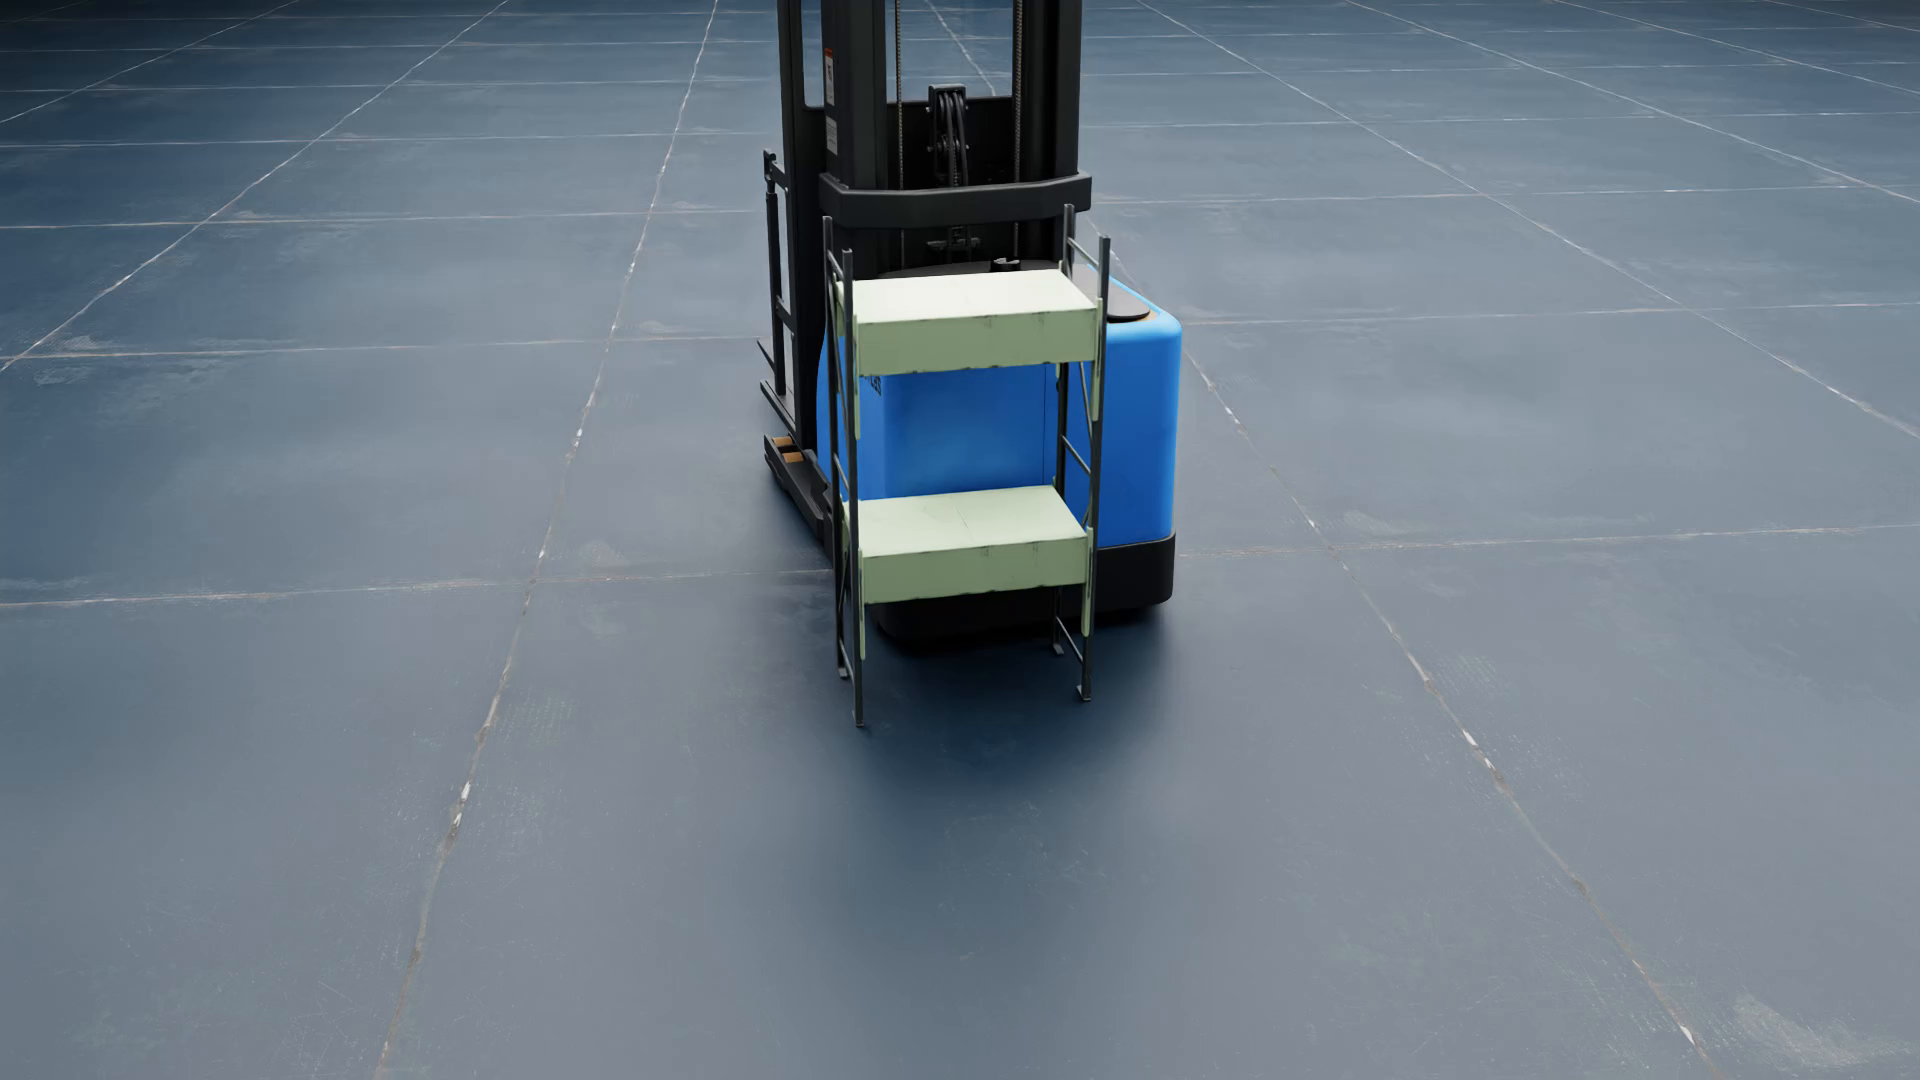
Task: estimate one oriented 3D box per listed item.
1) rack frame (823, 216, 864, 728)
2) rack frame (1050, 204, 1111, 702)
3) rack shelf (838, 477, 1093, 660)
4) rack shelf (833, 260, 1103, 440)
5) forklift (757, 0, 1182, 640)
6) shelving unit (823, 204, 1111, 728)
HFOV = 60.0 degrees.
[{"bbox_3d":[-0.350,-0.183,4.998,0.023,1.500,0.400,-5,26,-12],"label":"rack frame"},{"bbox_3d":[0.364,-0.249,5.144,0.023,1.500,0.400,-5,26,-12],"label":"rack frame"},{"bbox_3d":[0.006,0.079,5.209,0.720,0.370,0.431,-5,26,-12],"label":"rack shelf"},{"bbox_3d":[0.009,-0.569,4.905,0.720,0.370,0.431,-5,26,-12],"label":"rack shelf"},{"bbox_3d":[-0.194,-1.581,6.391,1.130,2.935,3.031,-8,25,-16],"label":"forklift"},{"bbox_3d":[0.007,-0.216,5.071,0.755,1.500,0.431,-5,26,-12],"label":"shelving unit"}]
